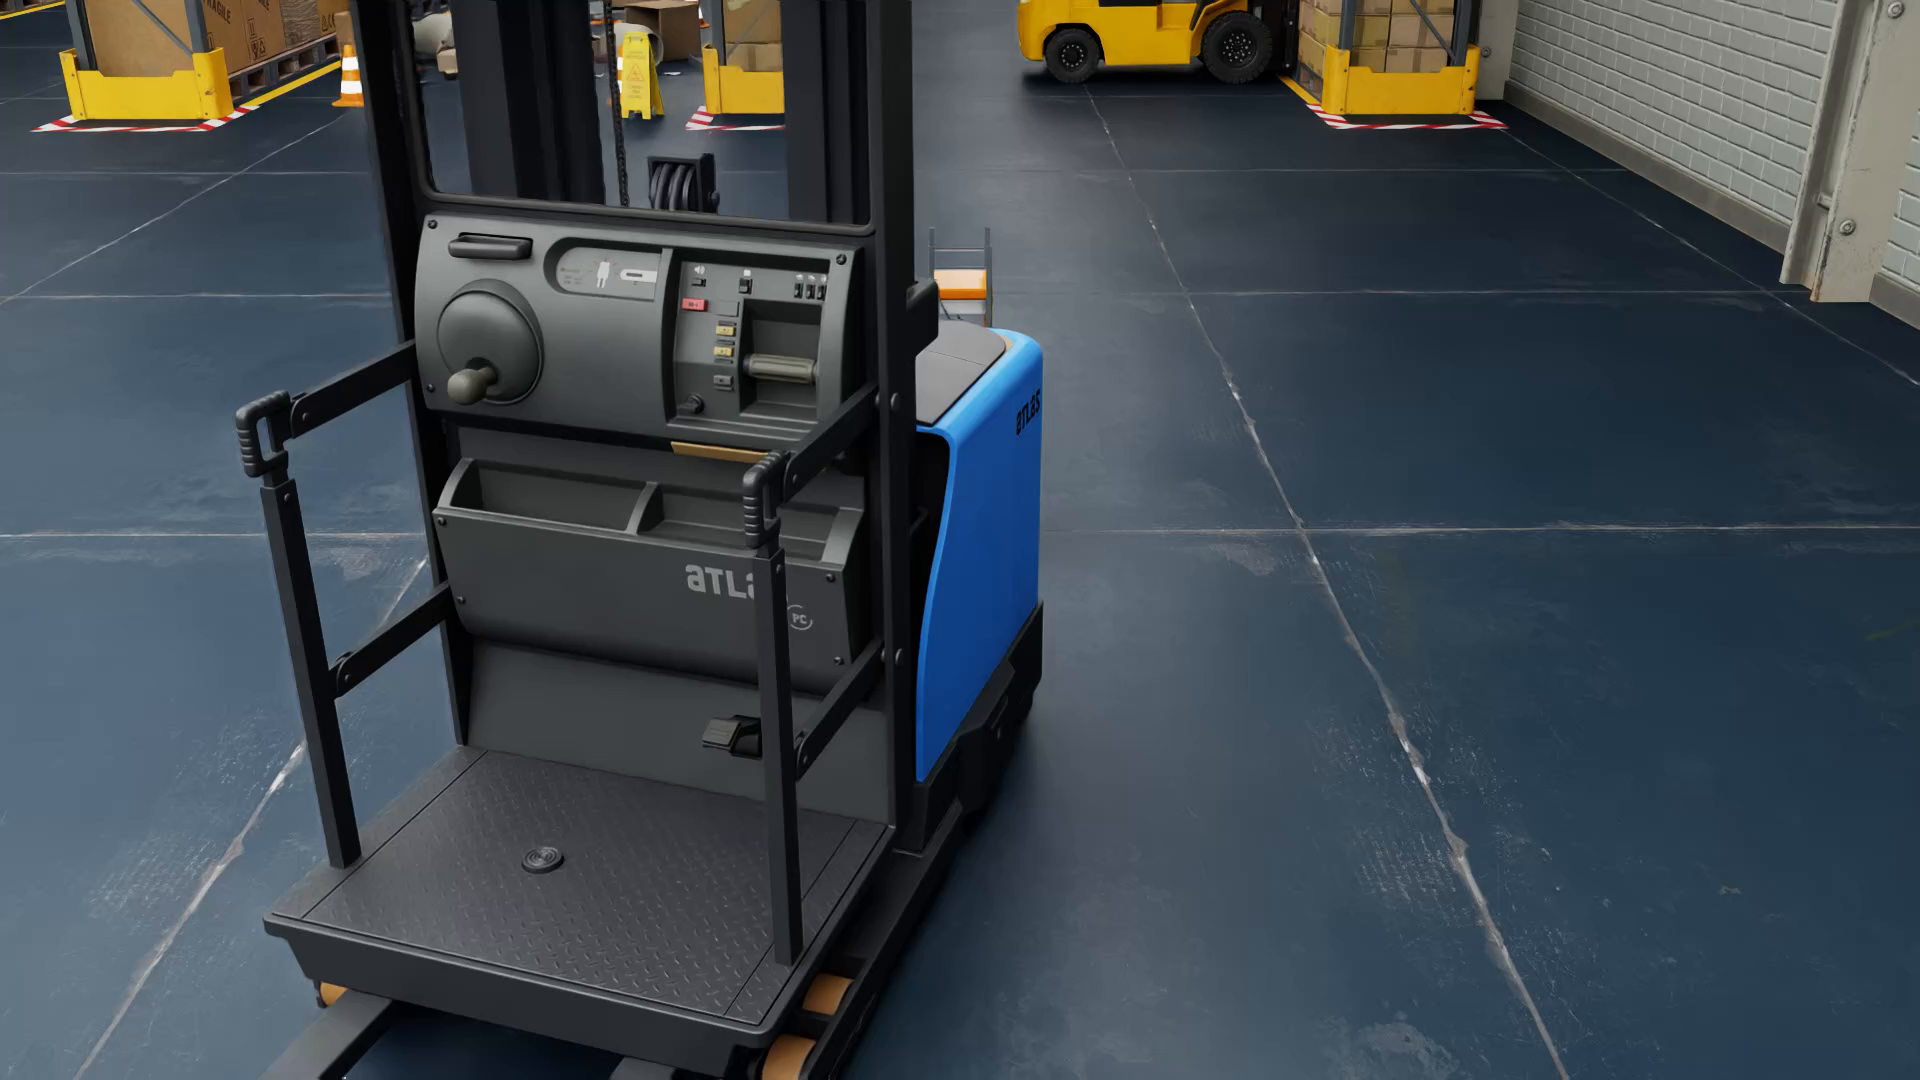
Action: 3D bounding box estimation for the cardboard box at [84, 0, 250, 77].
[{"bbox_3d":[-6.469,-4.249,13.574,0.875,0.875,0.875,0,24,0],"label":"cardboard box"}]

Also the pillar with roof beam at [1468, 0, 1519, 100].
[{"bbox_3d":[0.106,-7.840,12.164,9.100,9.000,0.400,0,24,-1],"label":"pillar with roof beam"}]

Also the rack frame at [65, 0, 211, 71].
[{"bbox_3d":[-6.395,-4.747,12.606,1.000,3.000,0.127,0,24,-1],"label":"rack frame"}]

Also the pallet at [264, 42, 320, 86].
[{"bbox_3d":[-6.493,-4.307,15.017,1.003,0.211,1.213,0,24,-1],"label":"pallet"}]

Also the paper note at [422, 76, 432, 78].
[{"bbox_3d":[-4.795,-4.151,14.915,0.032,0.001,0.123,13,27,27],"label":"paper note"}]

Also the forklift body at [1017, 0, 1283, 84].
[{"bbox_3d":[1.672,-5.221,14.684,2.313,2.155,1.214,0,24,-1],"label":"forklift body"}]

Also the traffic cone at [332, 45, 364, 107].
[{"bbox_3d":[-4.981,-3.816,13.626,0.336,0.463,0.334,0,24,-1],"label":"traffic cone"}]

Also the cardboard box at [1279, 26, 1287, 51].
[{"bbox_3d":[3.175,-4.590,15.087,0.500,0.250,0.500,1,24,1],"label":"cardboard box"}]

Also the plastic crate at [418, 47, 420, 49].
[{"bbox_3d":[-5.127,-5.074,16.672,0.450,0.188,0.662,3,22,31],"label":"plastic crate"}]

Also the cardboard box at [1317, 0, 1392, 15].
[{"bbox_3d":[3.200,-4.417,13.490,0.500,0.250,0.500,1,24,1],"label":"cardboard box"}]

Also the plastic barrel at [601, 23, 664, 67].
[{"bbox_3d":[-2.983,-4.481,15.145,0.512,0.421,0.421,19,30,35],"label":"plastic barrel"}]

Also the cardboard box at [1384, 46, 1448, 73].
[{"bbox_3d":[3.707,-3.976,13.729,0.500,0.250,0.500,0,24,0],"label":"cardboard box"}]

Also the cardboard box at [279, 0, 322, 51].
[{"bbox_3d":[-6.488,-4.987,15.206,0.875,0.875,0.875,0,24,0],"label":"cardboard box"}]

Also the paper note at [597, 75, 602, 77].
[{"bbox_3d":[-3.307,-4.184,14.978,0.148,0.019,0.142,8,26,18],"label":"paper note"}]

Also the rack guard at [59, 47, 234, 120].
[{"bbox_3d":[-6.395,-3.598,13.099,1.175,0.500,0.348,0,24,-1],"label":"rack guard"}]

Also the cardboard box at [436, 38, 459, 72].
[{"bbox_3d":[-4.578,-4.449,15.266,0.396,0.266,0.258,4,25,9],"label":"cardboard box"}]

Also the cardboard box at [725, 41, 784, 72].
[{"bbox_3d":[-1.725,-4.091,13.983,0.500,0.250,0.500,0,24,-1],"label":"cardboard box"}]

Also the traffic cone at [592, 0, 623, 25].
[{"bbox_3d":[-3.907,-5.923,18.284,0.336,0.463,0.334,0,24,-1],"label":"traffic cone"}]

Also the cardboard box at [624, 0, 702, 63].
[{"bbox_3d":[-2.839,-4.874,15.916,0.500,0.500,0.500,19,30,35],"label":"cardboard box"}]

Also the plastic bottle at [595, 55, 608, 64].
[{"bbox_3d":[-3.351,-4.580,15.802,0.133,0.061,0.283,4,25,9],"label":"plastic bottle"}]

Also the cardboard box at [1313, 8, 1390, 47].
[{"bbox_3d":[3.199,-4.200,13.617,0.500,0.250,0.500,-1,24,-1],"label":"cardboard box"}]

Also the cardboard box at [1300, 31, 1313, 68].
[{"bbox_3d":[3.200,-4.170,14.158,0.500,0.250,0.500,0,24,-1],"label":"cardboard box"}]

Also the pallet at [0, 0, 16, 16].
[{"bbox_3d":[-11.426,-5.969,18.691,1.003,0.211,1.213,0,24,-1],"label":"pallet"}]

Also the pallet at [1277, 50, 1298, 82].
[{"bbox_3d":[3.456,-4.381,15.179,1.003,0.211,1.213,0,24,-1],"label":"pallet"}]

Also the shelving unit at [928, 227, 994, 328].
[{"bbox_3d":[-0.001,-0.500,5.582,0.215,1.050,0.252,0,24,-1],"label":"shelving unit"}]

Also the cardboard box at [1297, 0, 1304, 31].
[{"bbox_3d":[3.178,-4.619,14.544,0.500,0.250,0.500,-1,24,-2],"label":"cardboard box"}]

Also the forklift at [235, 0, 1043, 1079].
[{"bbox_3d":[-0.711,-0.388,3.052,1.130,2.935,3.031,8,25,16],"label":"forklift"}]

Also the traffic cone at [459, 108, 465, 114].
[{"bbox_3d":[-3.847,-3.681,13.328,0.336,0.463,0.334,0,24,-1],"label":"traffic cone"}]

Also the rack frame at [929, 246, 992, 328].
[{"bbox_3d":[0.001,-0.450,5.471,0.200,1.050,0.008,0,24,-1],"label":"rack frame"}]

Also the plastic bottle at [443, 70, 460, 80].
[{"bbox_3d":[-4.554,-4.172,14.901,0.133,0.061,0.283,-9,26,-19],"label":"plastic bottle"}]

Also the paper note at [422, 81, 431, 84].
[{"bbox_3d":[-4.714,-4.030,14.625,0.144,0.017,0.142,8,26,18],"label":"paper note"}]

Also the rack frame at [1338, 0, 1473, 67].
[{"bbox_3d":[3.517,-4.835,12.800,1.000,3.000,0.127,0,24,-1],"label":"rack frame"}]

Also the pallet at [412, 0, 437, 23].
[{"bbox_3d":[-6.539,-5.946,18.641,1.003,0.211,1.213,0,24,-1],"label":"pallet"}]
